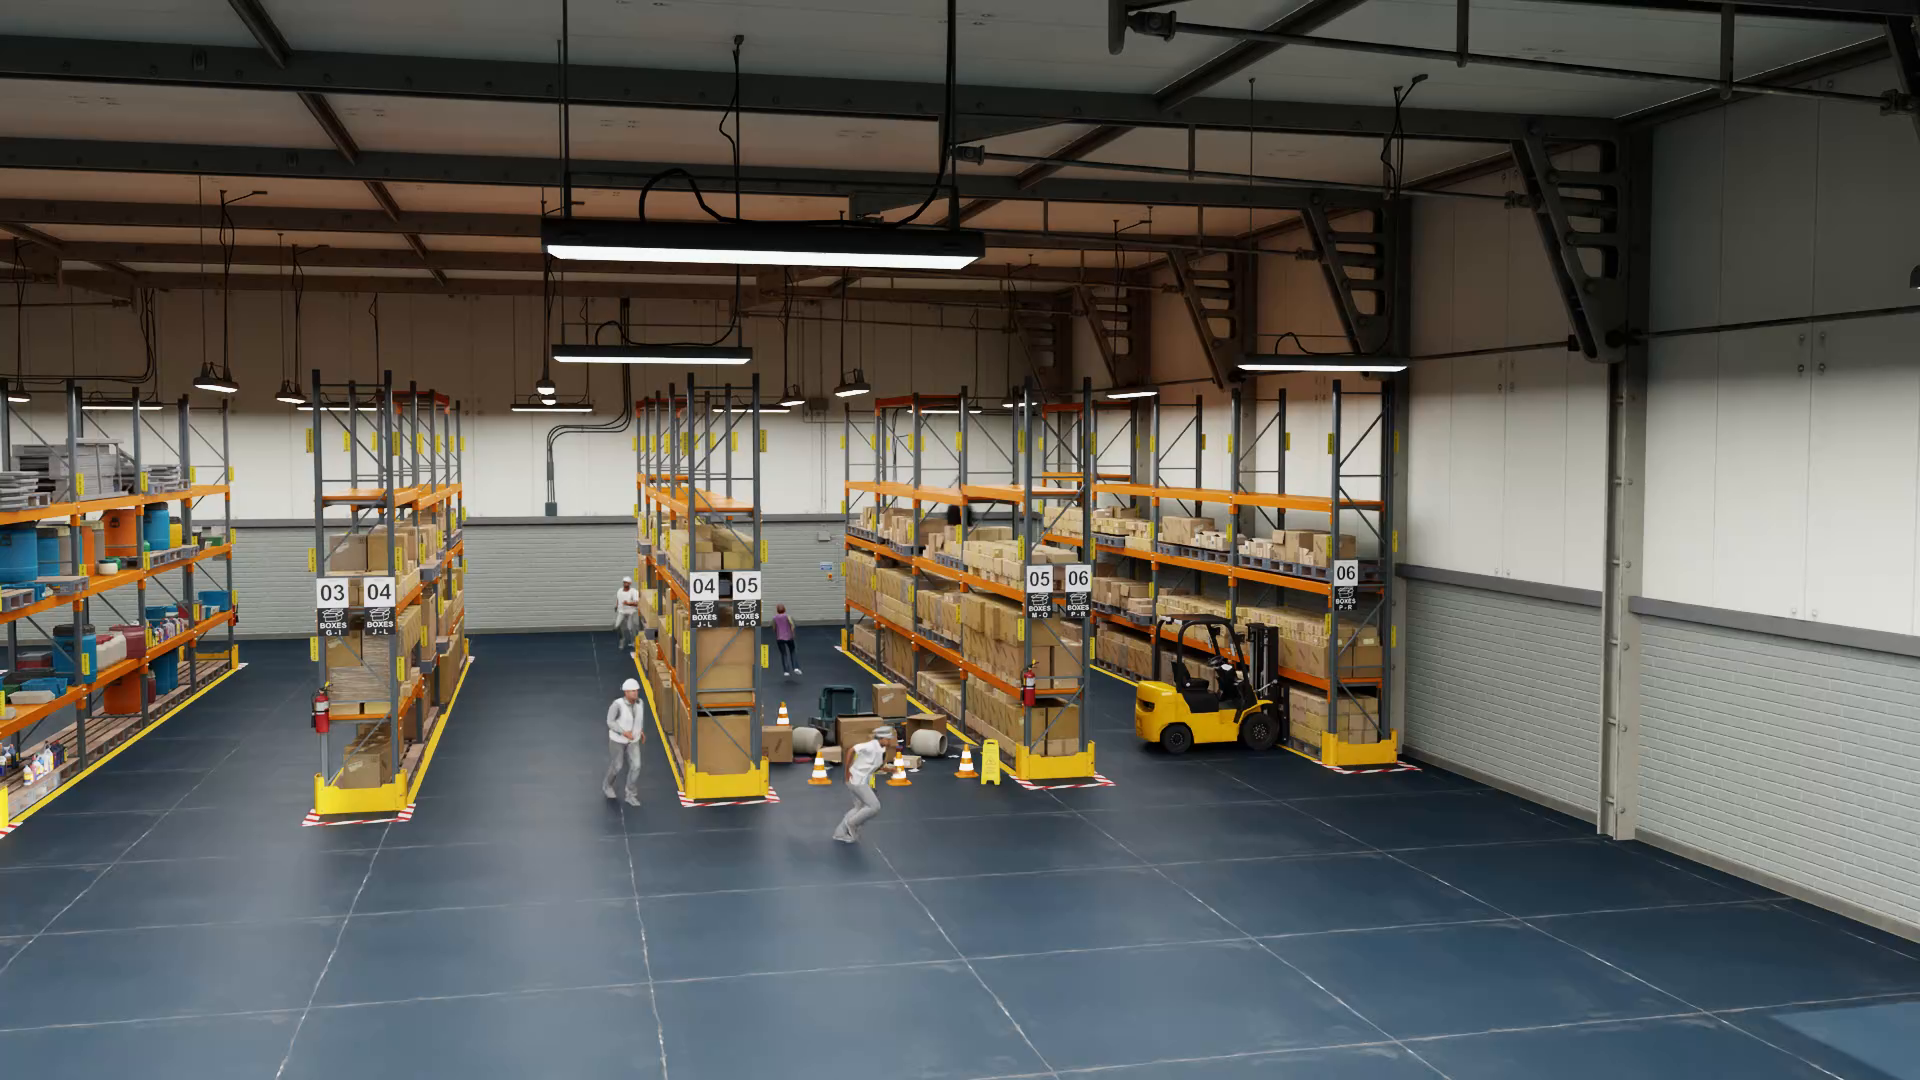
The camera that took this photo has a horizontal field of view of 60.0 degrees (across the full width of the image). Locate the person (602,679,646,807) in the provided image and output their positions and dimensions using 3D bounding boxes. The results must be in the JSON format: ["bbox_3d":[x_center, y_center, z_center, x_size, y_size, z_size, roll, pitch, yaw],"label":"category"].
[{"bbox_3d":[-4.701,2.800,23.236,0.646,1.777,0.812,-3,4,-38],"label":"person"}]

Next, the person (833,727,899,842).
[{"bbox_3d":[-1.192,3.059,20.696,0.870,1.485,0.605,1,3,19],"label":"person"}]

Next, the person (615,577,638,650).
[{"bbox_3d":[-8.132,1.789,40.452,0.684,1.788,0.718,1,3,15],"label":"person"}]

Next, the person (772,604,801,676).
[{"bbox_3d":[-3.728,2.145,35.603,0.602,1.553,0.758,0,3,0],"label":"person"}]
